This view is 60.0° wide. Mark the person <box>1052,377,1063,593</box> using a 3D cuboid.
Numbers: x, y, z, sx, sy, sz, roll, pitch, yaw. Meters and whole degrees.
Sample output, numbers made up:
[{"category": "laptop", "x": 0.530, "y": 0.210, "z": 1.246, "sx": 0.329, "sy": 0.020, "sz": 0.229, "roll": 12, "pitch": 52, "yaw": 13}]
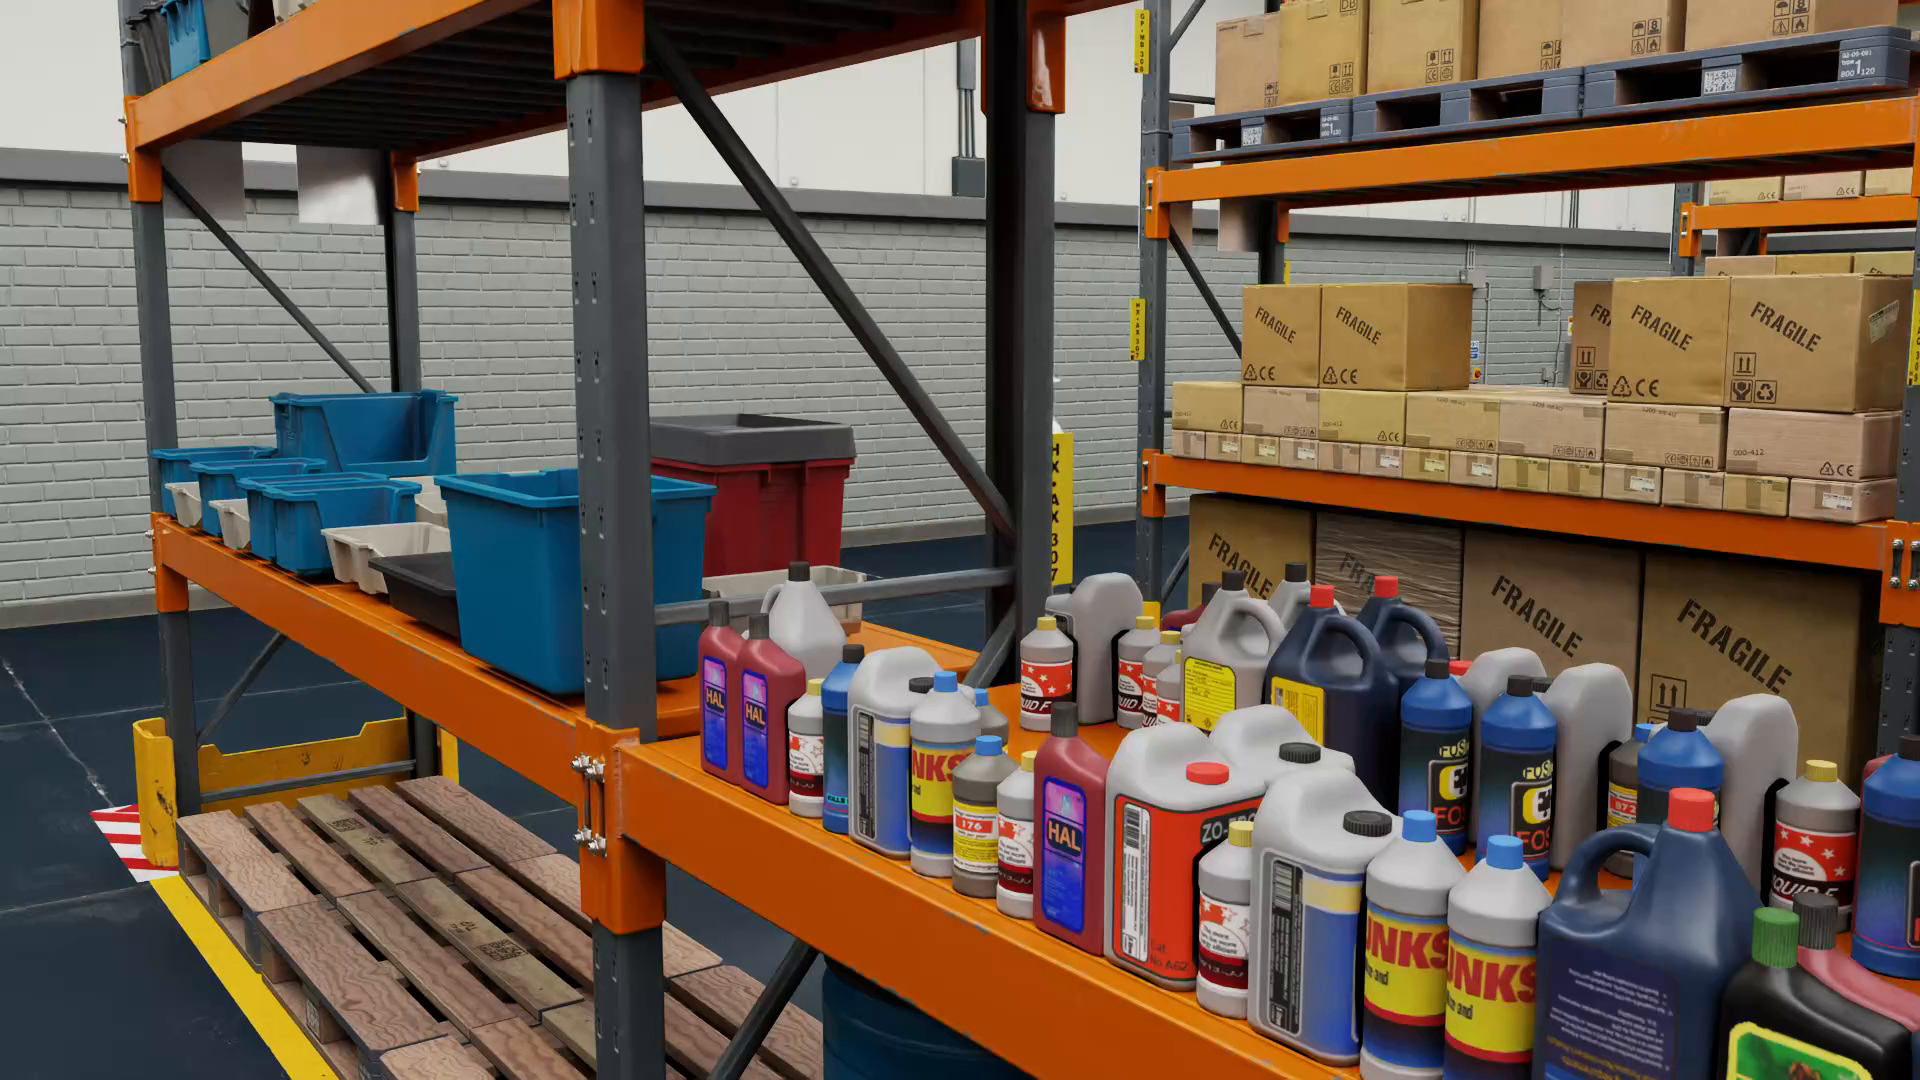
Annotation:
[{"category": "person", "x": 0.472, "y": -0.180, "z": 10.064, "sx": 0.362, "sy": 1.781, "sz": 0.569, "roll": -4, "pitch": 9, "yaw": -28}]
